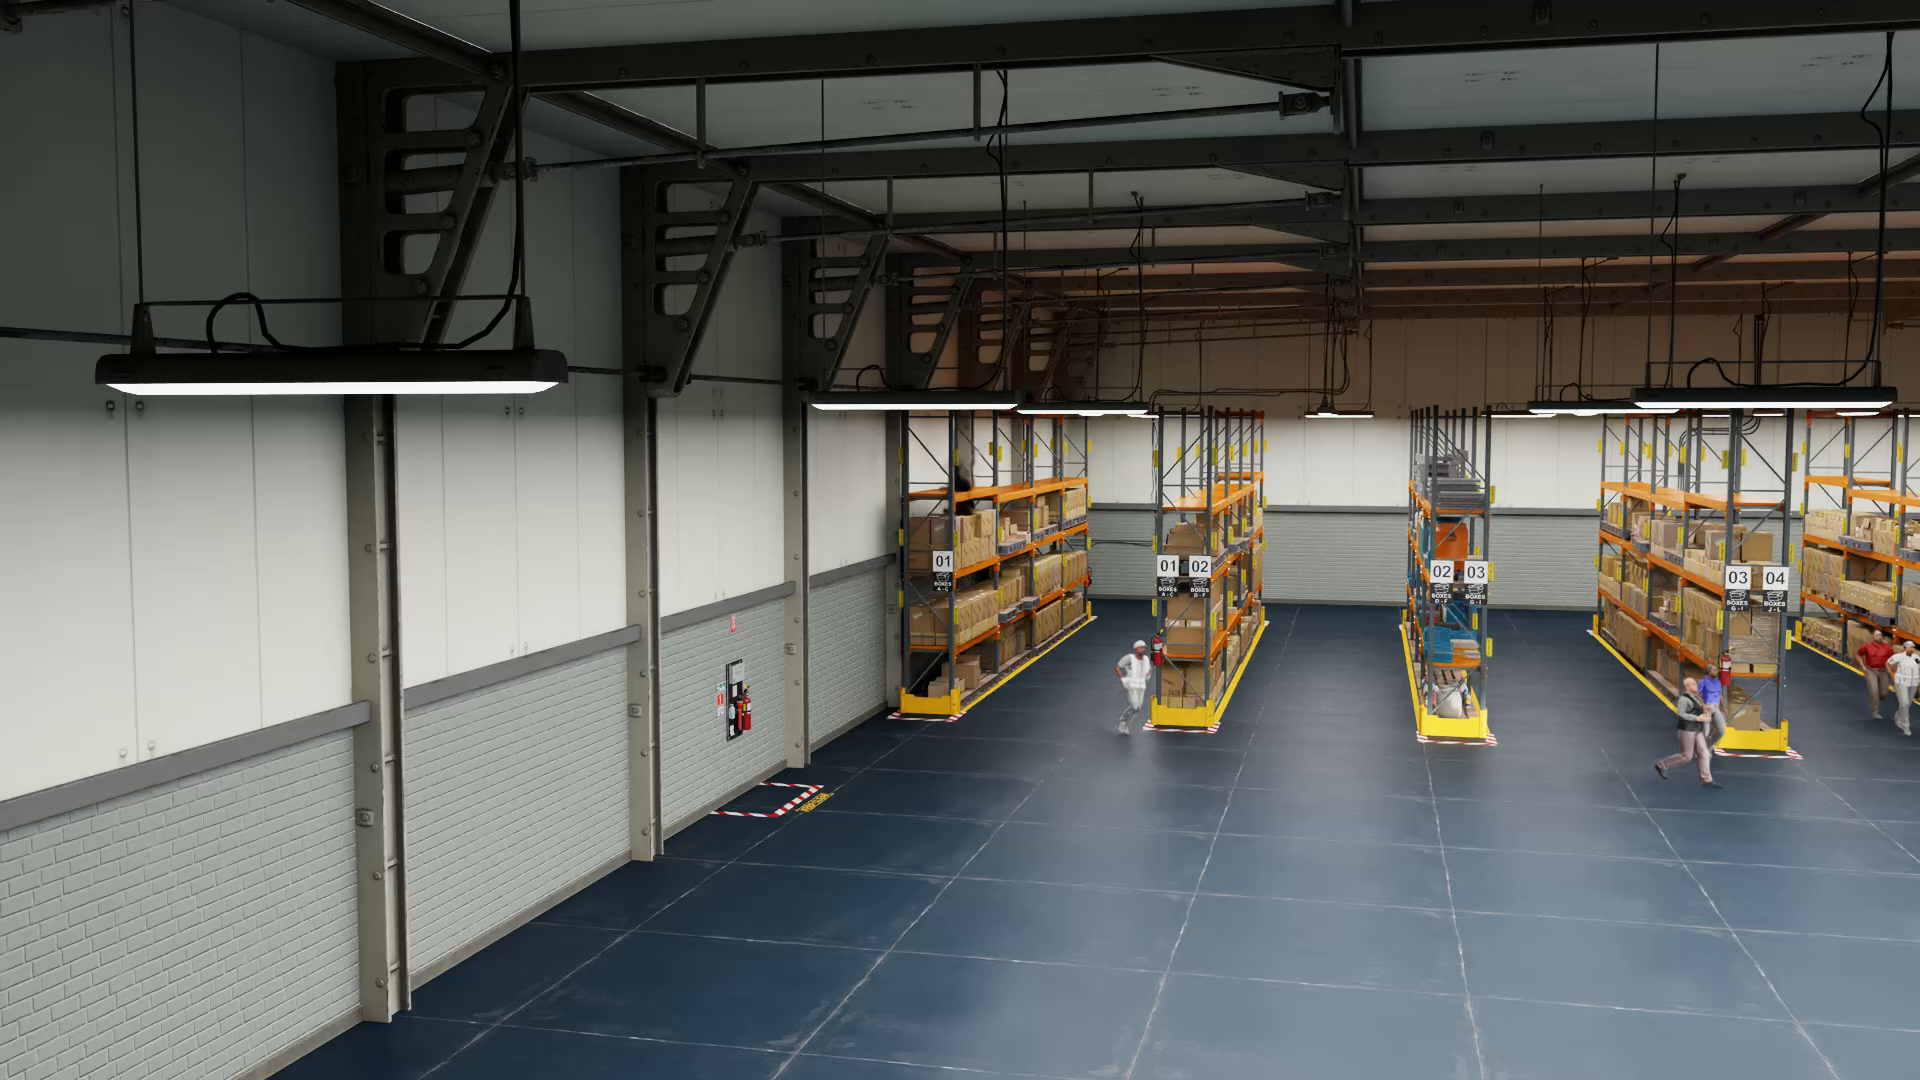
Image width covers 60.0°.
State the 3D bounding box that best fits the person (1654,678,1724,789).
[{"bbox_3d":[11.425,2.998,25.974,0.681,1.688,0.990,-4,6,-45],"label":"person"}]

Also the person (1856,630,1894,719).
[{"bbox_3d":[17.663,2.574,32.070,0.665,1.684,0.716,1,4,13],"label":"person"}]

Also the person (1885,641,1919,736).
[{"bbox_3d":[17.402,2.700,30.583,0.594,1.719,0.837,0,4,2],"label":"person"}]

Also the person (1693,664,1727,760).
[{"bbox_3d":[12.716,2.913,28.100,0.632,1.612,0.545,-1,4,-10],"label":"person"}]

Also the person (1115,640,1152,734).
[{"bbox_3d":[3.237,2.693,30.301,0.697,1.718,0.531,-3,5,-33],"label":"person"}]
